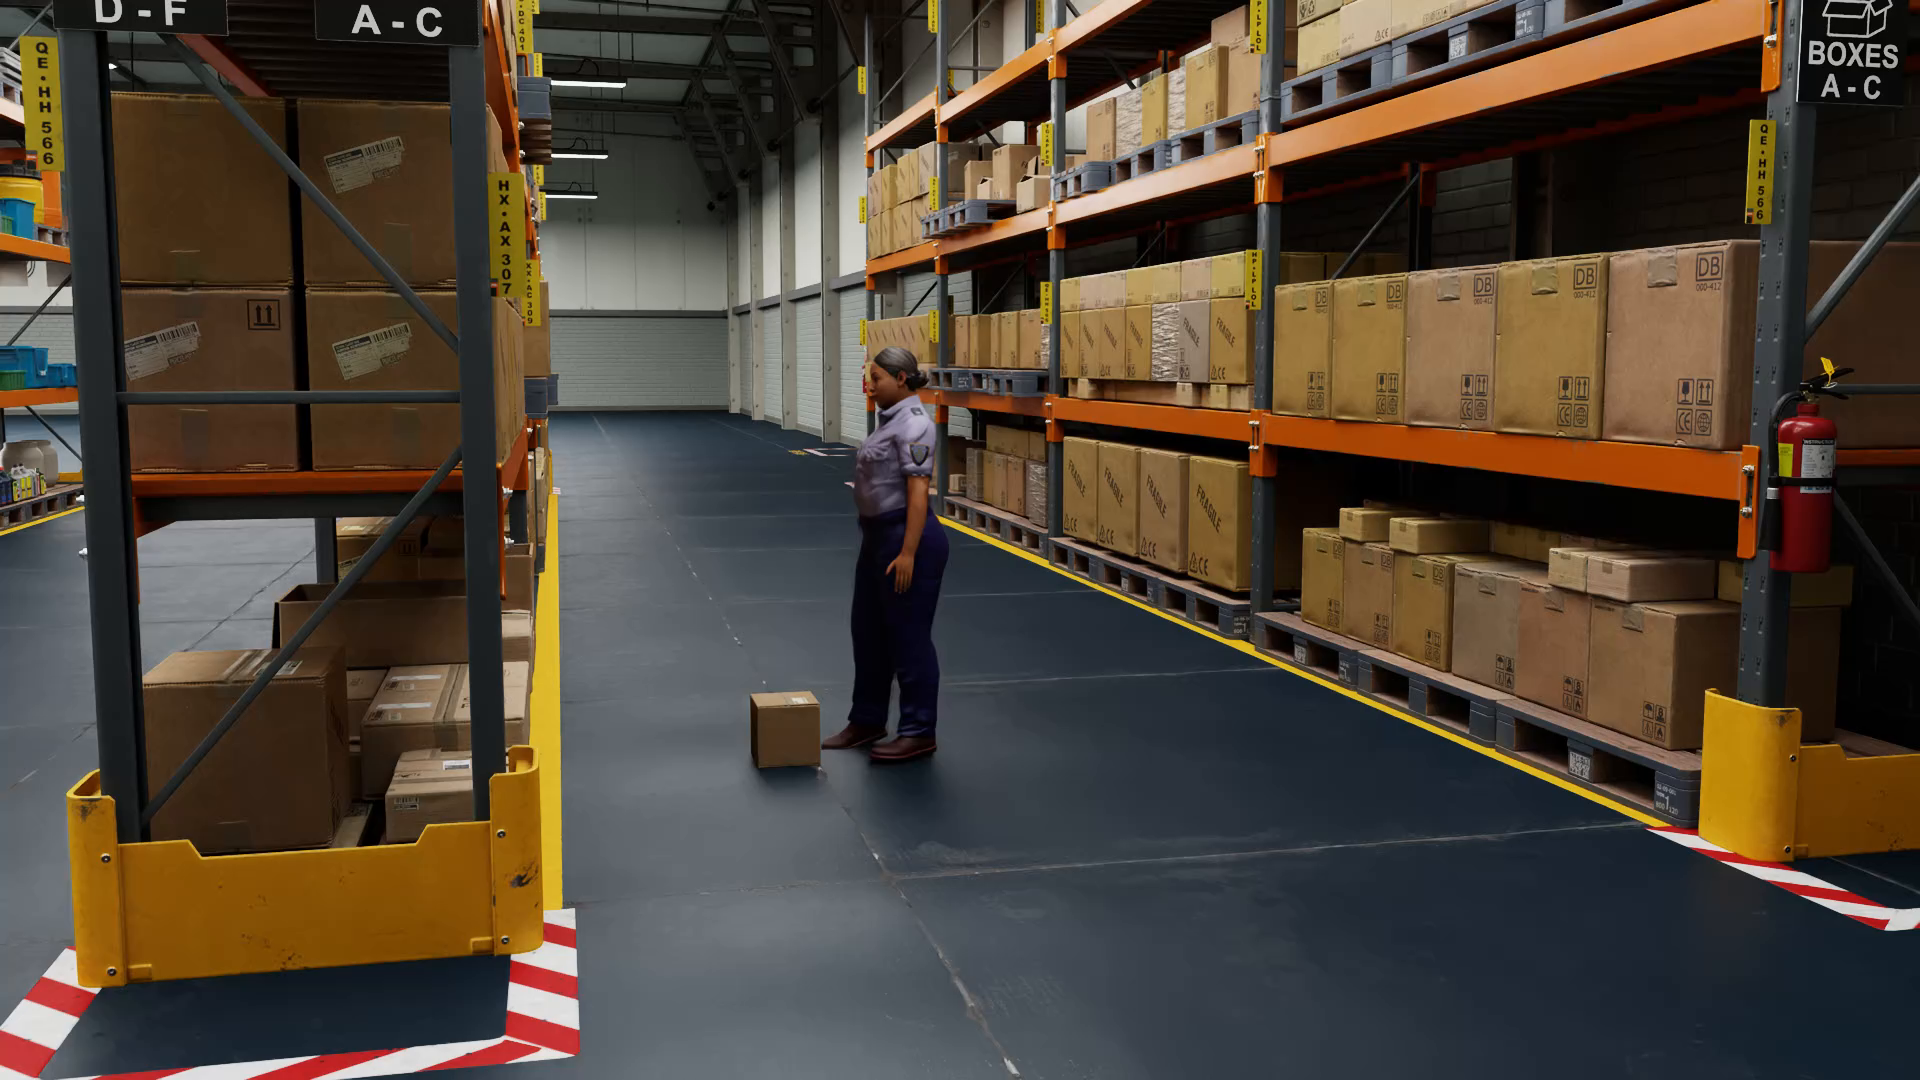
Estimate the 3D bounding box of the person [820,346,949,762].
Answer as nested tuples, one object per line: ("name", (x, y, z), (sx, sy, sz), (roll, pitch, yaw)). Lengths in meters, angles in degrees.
("person", (-0.296, 0.064, 6.700), (0.475, 1.678, 0.541), (-2, 7, -19))
